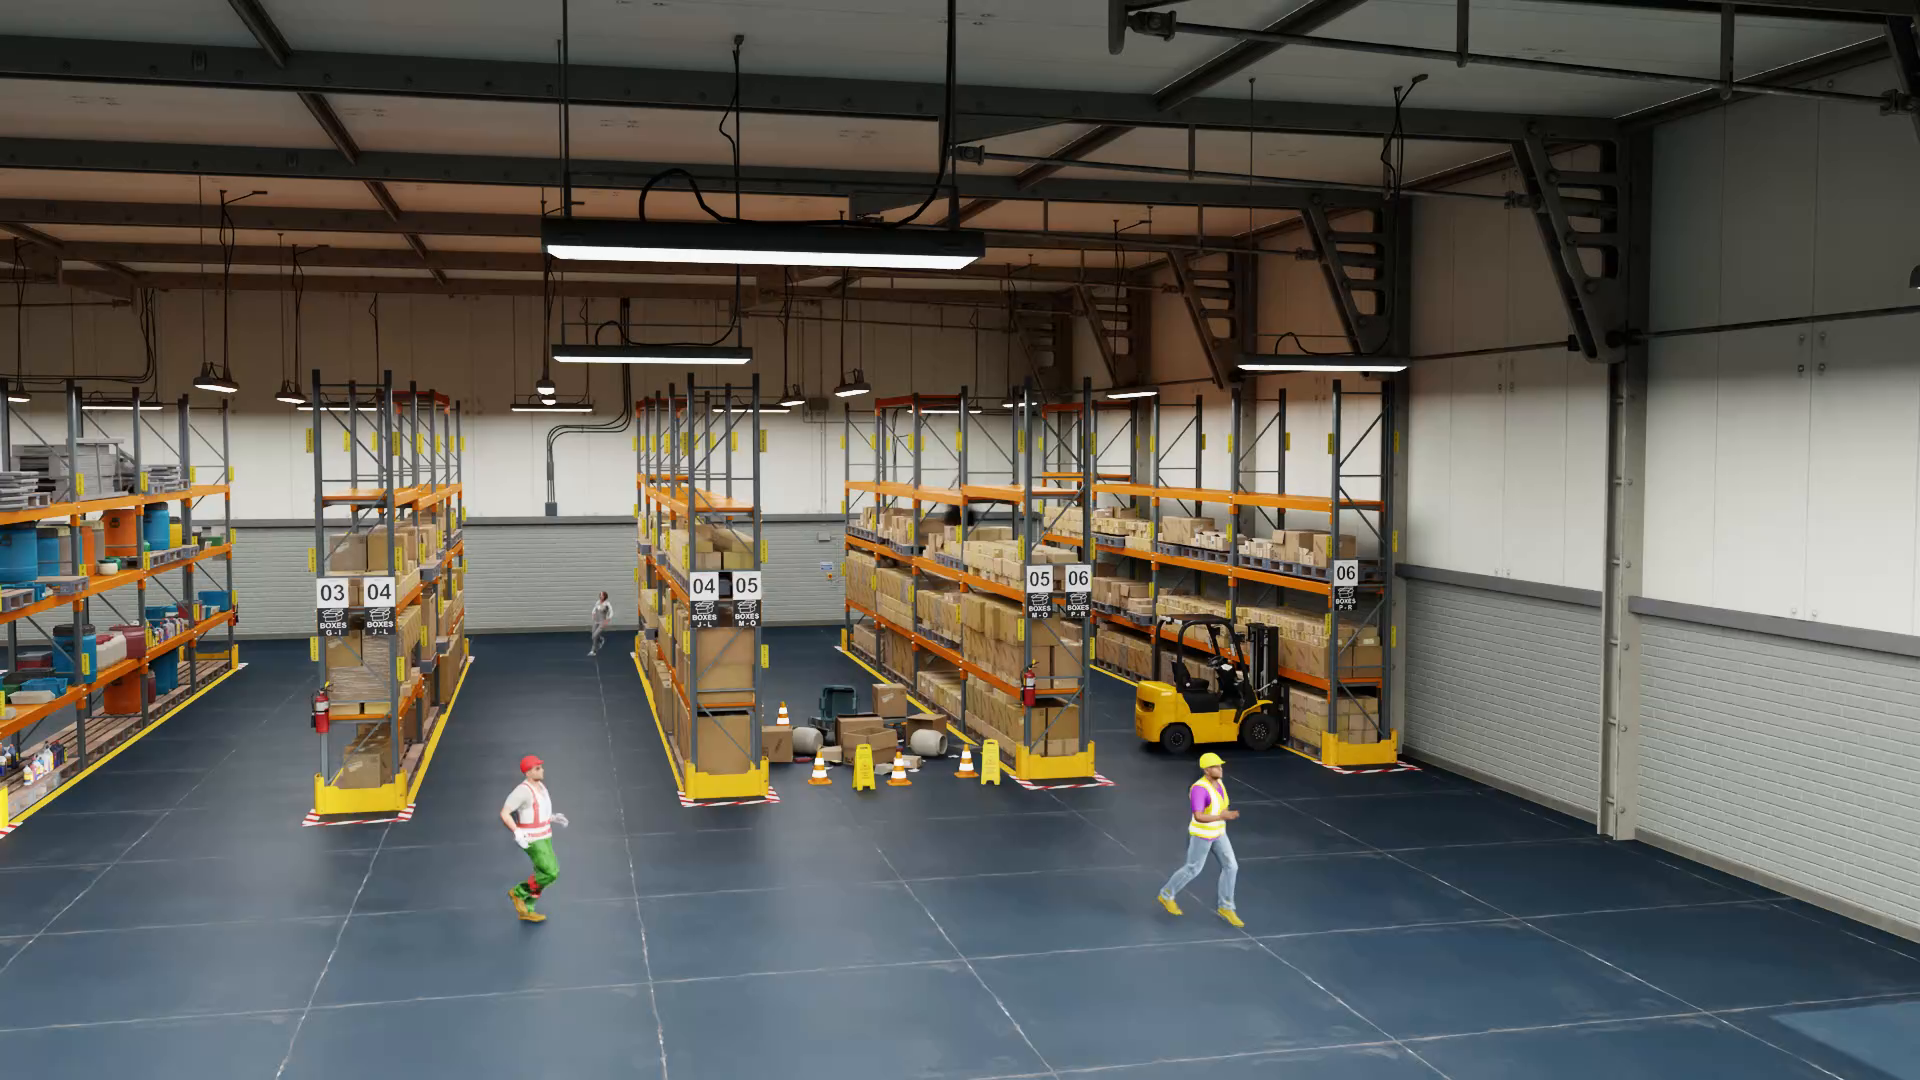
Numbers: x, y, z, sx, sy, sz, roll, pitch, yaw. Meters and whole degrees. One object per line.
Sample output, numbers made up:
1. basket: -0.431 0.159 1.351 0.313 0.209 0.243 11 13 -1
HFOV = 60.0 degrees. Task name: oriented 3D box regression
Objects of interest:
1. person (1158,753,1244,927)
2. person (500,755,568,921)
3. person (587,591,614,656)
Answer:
1. person: 2.553 3.114 17.429 0.911 1.812 0.711 3 4 39
2. person: -4.400 3.121 17.378 0.580 1.740 0.651 1 3 11
3. person: -8.460 1.968 39.287 0.581 1.524 0.607 1 4 23
